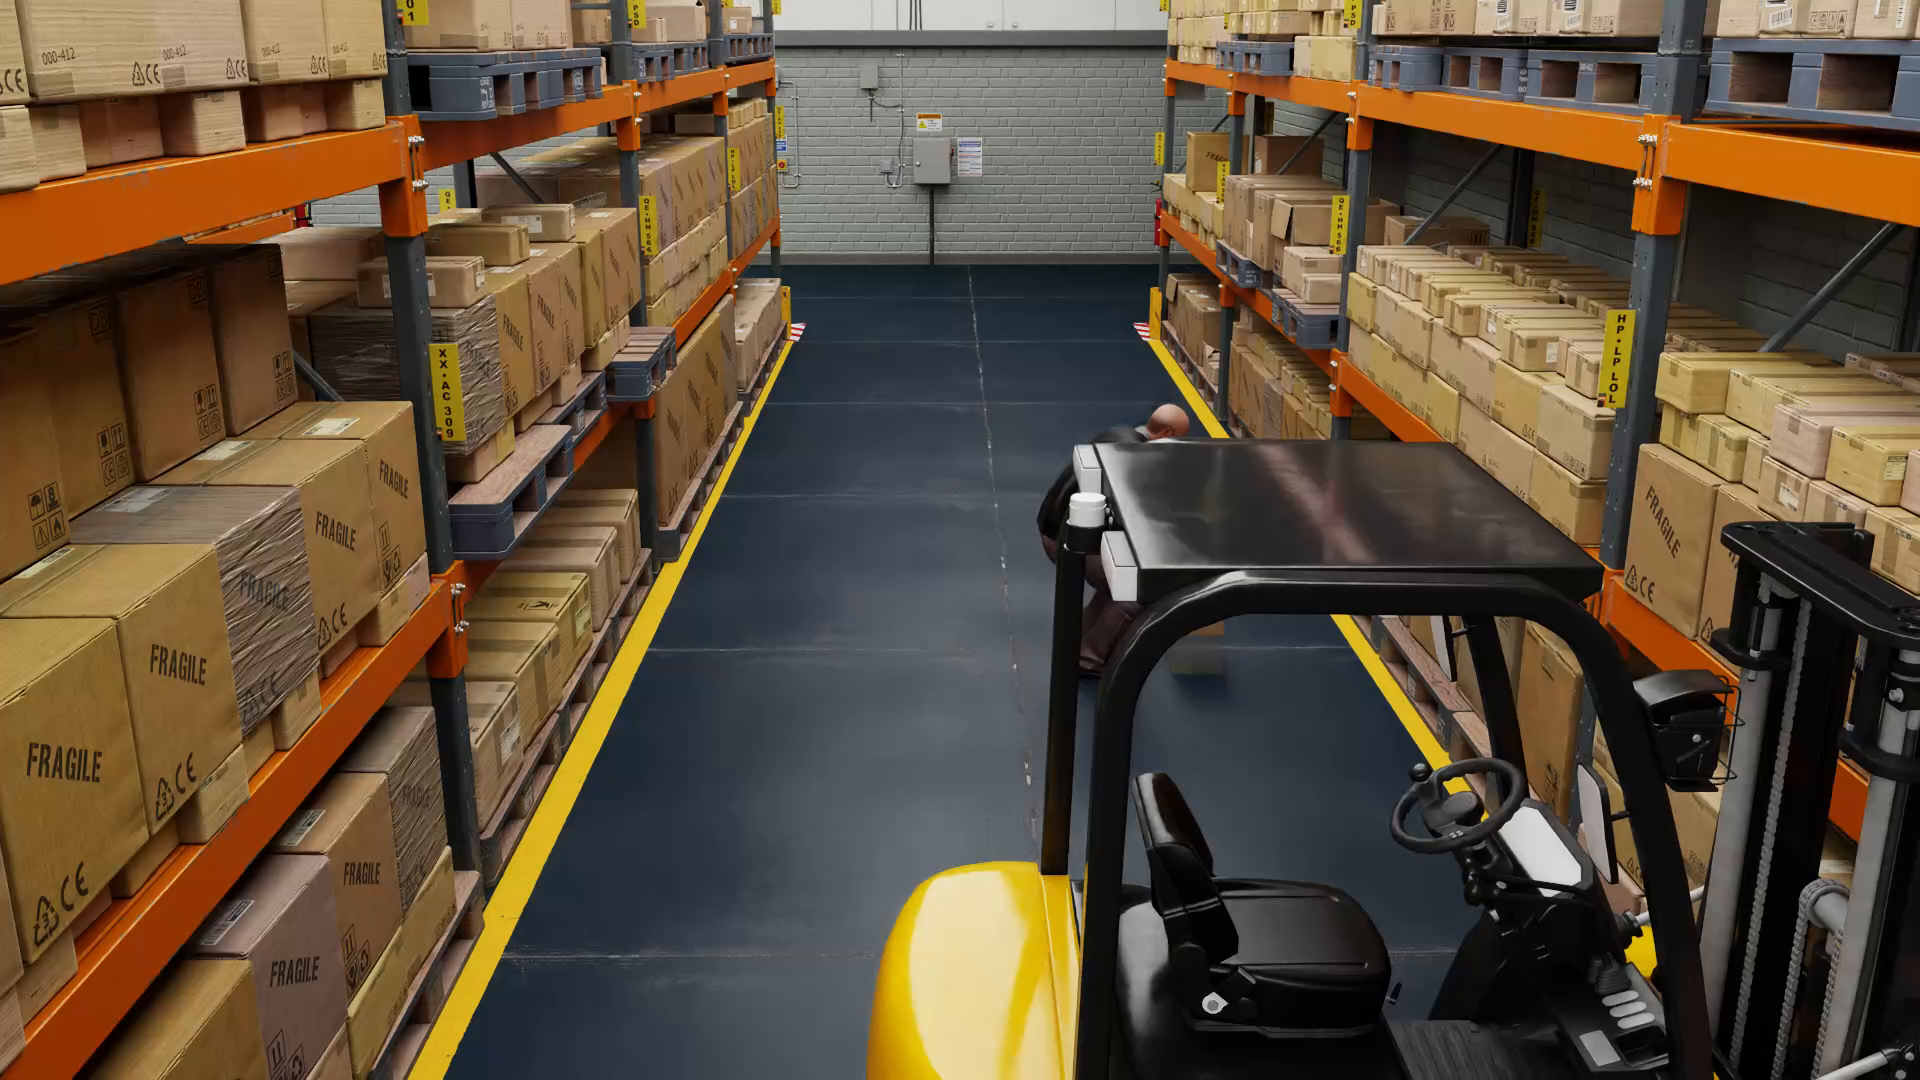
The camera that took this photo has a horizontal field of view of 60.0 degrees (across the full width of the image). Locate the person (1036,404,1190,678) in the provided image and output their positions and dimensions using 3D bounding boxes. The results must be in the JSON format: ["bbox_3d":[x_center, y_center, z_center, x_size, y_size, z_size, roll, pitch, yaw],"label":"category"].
[{"bbox_3d":[0.752,-0.014,8.280,0.740,1.348,0.591,0,17,-1],"label":"person"}]
